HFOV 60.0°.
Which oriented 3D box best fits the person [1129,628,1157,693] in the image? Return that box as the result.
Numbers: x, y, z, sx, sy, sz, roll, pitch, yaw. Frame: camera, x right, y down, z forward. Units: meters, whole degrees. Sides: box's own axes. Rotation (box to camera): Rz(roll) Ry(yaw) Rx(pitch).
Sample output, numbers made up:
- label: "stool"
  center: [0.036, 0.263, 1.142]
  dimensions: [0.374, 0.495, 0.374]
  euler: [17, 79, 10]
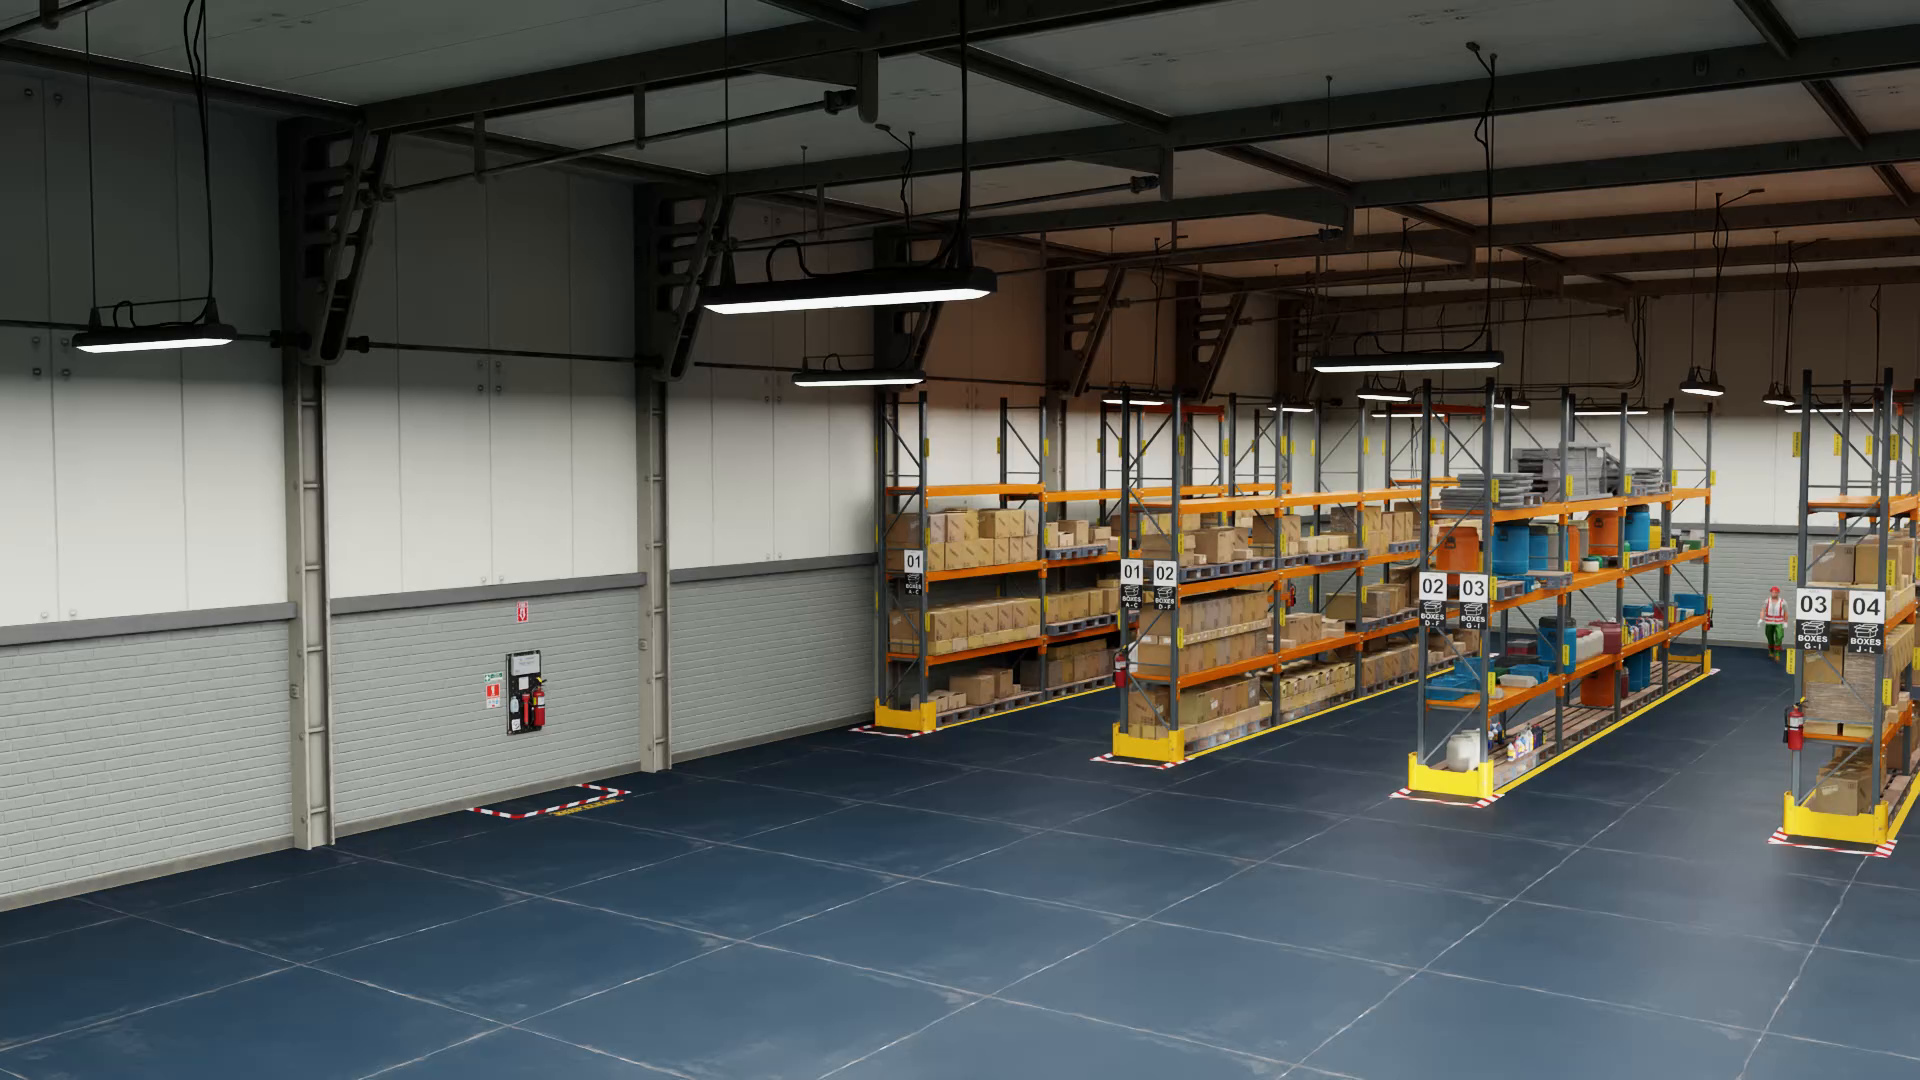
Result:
- label: "person"
  center: [3.269, 2.464, 30.025]
  dimensions: [0.609, 1.787, 0.403]
  euler: [1, 3, 11]

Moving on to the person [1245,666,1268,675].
- label: "person"
  center: [6.116, 2.191, 34.517]
  dimensions: [0.585, 1.714, 1.054]
  euler: [2, 4, 30]

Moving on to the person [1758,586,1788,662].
- label: "person"
  center: [19.020, 1.949, 38.902]
  dimensions: [0.619, 1.729, 1.055]
  euler: [2, 4, 30]
